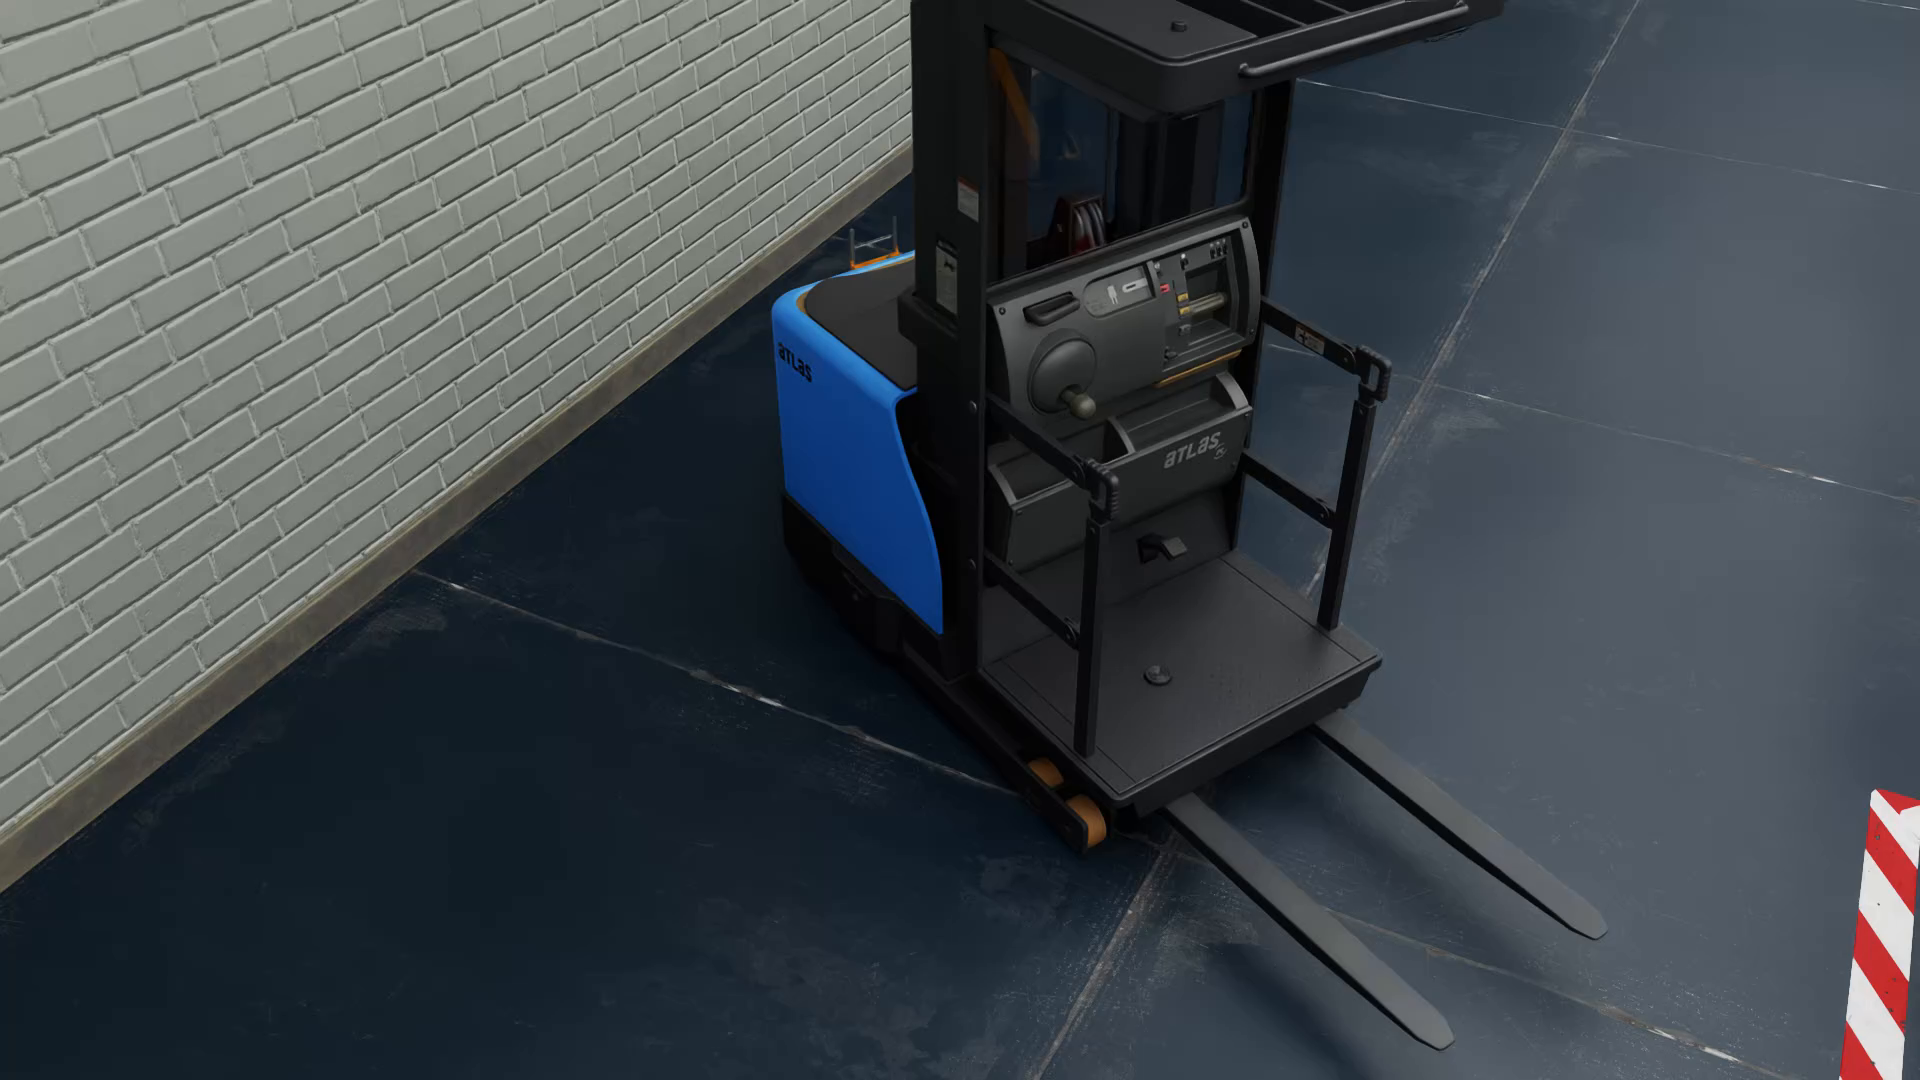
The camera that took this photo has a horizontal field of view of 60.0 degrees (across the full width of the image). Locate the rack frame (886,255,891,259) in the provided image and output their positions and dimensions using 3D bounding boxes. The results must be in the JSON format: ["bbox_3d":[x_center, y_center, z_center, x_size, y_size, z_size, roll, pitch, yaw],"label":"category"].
[{"bbox_3d":[-0.176,-0.609,6.184,0.200,1.050,0.008,-23,43,-27],"label":"rack frame"}]

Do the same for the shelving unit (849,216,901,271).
[{"bbox_3d":[-0.246,-0.670,6.264,0.215,1.050,0.252,-23,43,-27],"label":"shelving unit"}]

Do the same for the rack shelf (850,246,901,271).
[{"bbox_3d":[-0.246,-0.887,6.099,0.215,0.259,0.240,-23,43,-27],"label":"rack shelf"}]

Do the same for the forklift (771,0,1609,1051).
[{"bbox_3d":[0.611,-0.568,4.574,1.130,2.935,3.031,-23,43,-27],"label":"forklift"}]

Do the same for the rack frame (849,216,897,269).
[{"bbox_3d":[-0.317,-0.730,6.343,0.200,1.050,0.008,-23,43,-27],"label":"rack frame"}]
